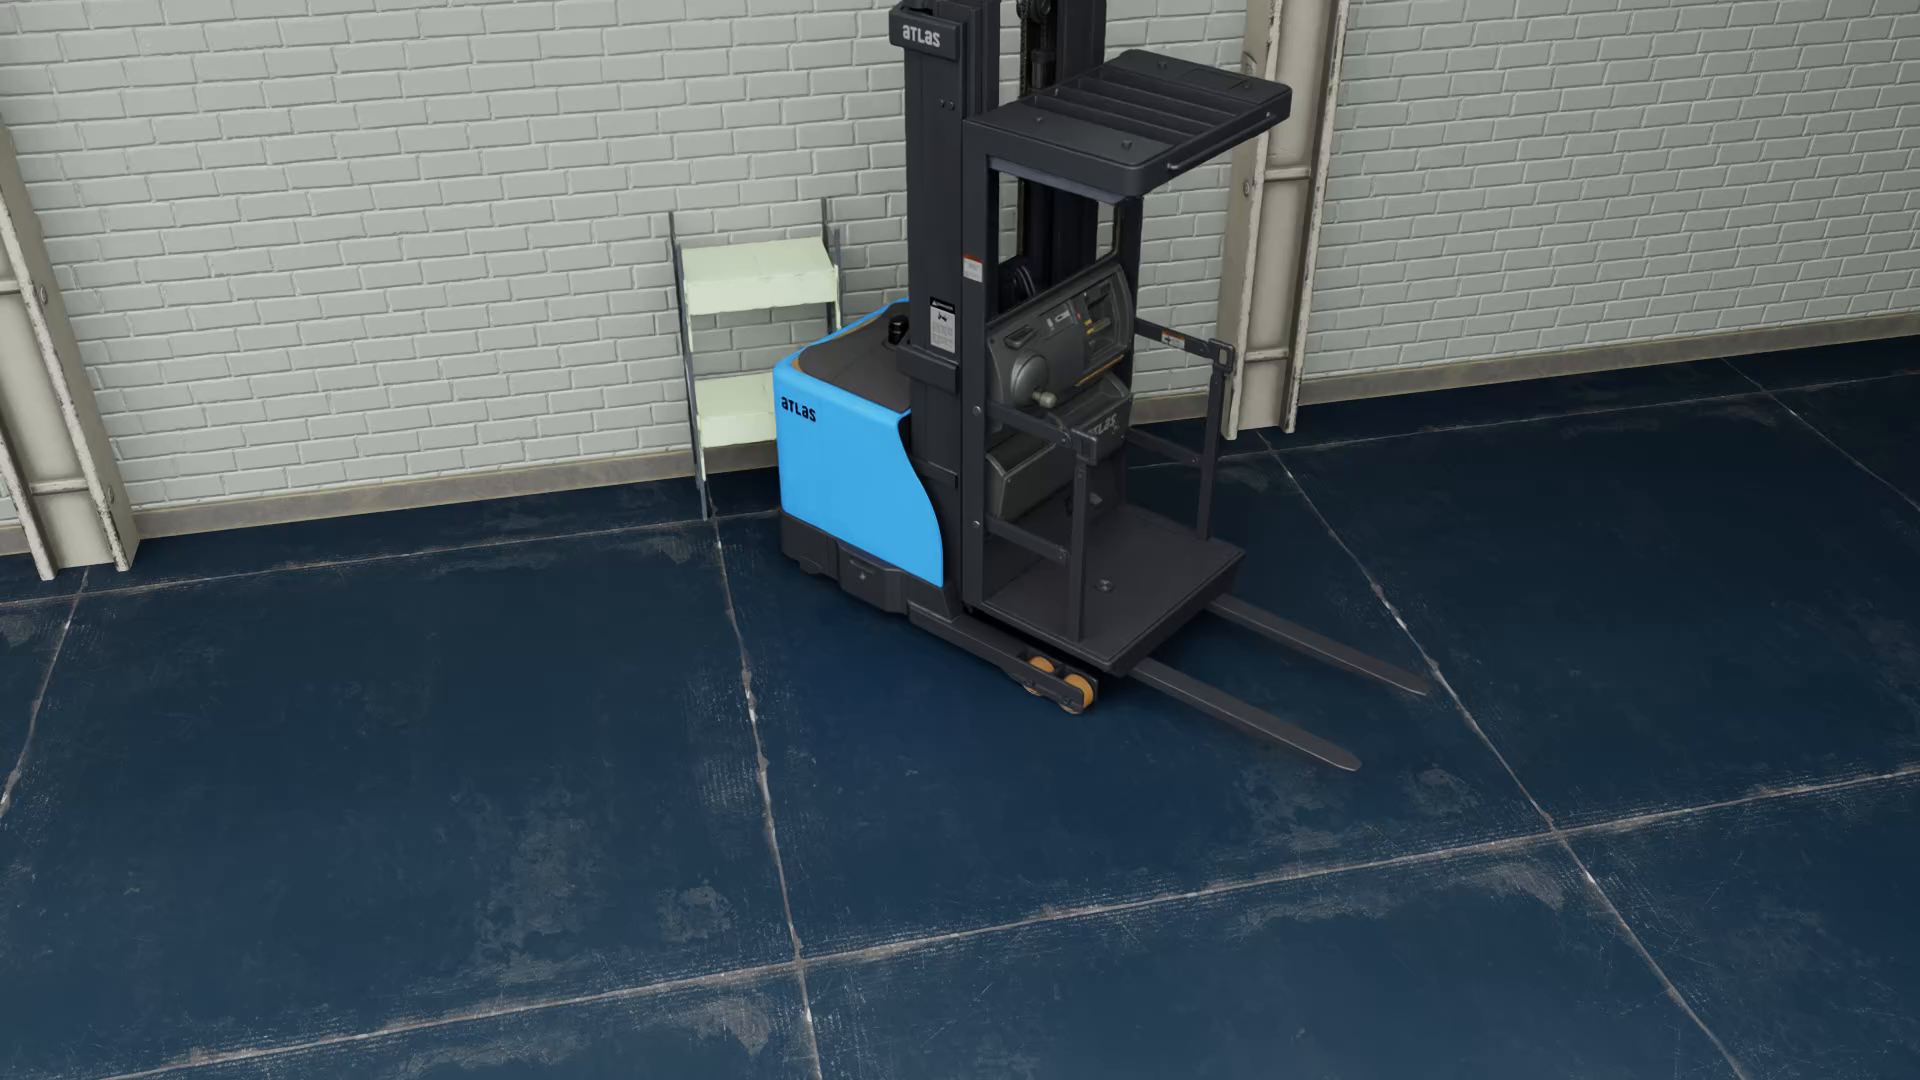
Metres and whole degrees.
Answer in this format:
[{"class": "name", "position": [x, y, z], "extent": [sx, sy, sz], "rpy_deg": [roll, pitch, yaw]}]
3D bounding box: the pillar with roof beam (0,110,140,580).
[{"class": "pillar with roof beam", "position": [-3.289, -1.311, 2.128], "extent": [0.400, 9.000, 9.100], "rpy_deg": [-7, 35, -11]}]

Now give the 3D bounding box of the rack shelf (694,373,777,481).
[{"class": "rack shelf", "position": [-0.972, -0.604, 8.387], "extent": [0.720, 0.370, 0.431], "rpy_deg": [-7, 35, -11]}]

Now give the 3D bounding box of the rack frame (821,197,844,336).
[{"class": "rack frame", "position": [-0.616, -0.921, 8.276], "extent": [0.023, 1.500, 0.400], "rpy_deg": [-7, 35, -11]}]

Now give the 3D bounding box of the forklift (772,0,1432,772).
[{"class": "forklift", "position": [0.591, -0.807, 6.822], "extent": [3.031, 2.935, 1.130], "rpy_deg": [25, 41, 32]}]

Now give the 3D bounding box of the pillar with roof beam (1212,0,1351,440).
[{"class": "pillar with roof beam", "position": [2.563, -2.049, 3.227], "extent": [0.400, 9.000, 9.100], "rpy_deg": [-7, 35, -11]}]

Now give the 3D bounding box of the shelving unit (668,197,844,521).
[{"class": "shelving unit", "position": [-0.972, -0.874, 8.205], "extent": [0.755, 1.500, 0.431], "rpy_deg": [-7, 35, -11]}]

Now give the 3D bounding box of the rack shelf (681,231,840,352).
[{"class": "rack shelf", "position": [-0.971, -1.199, 7.988], "extent": [0.720, 0.370, 0.431], "rpy_deg": [-7, 35, -11]}]

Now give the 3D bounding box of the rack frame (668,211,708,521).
[{"class": "rack frame", "position": [-1.328, -0.828, 8.134], "extent": [0.023, 1.500, 0.400], "rpy_deg": [-7, 35, -11]}]
